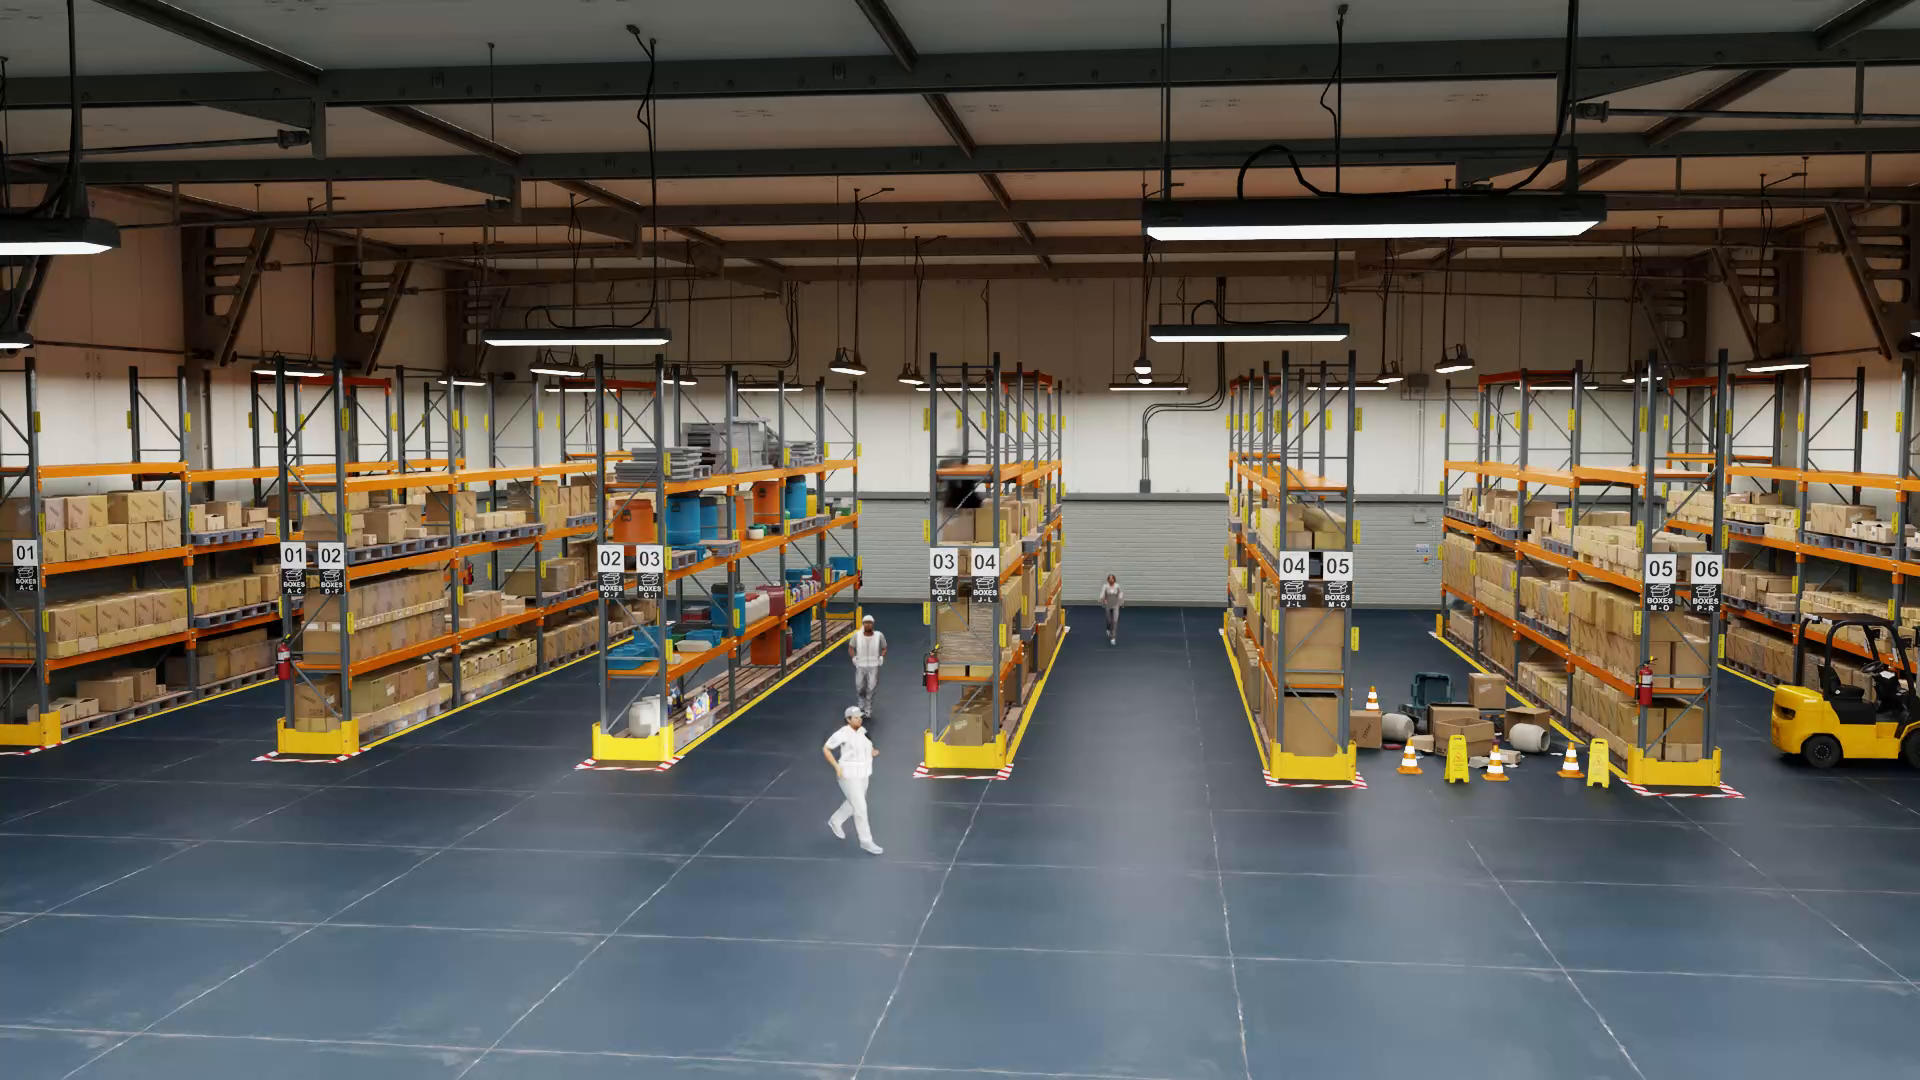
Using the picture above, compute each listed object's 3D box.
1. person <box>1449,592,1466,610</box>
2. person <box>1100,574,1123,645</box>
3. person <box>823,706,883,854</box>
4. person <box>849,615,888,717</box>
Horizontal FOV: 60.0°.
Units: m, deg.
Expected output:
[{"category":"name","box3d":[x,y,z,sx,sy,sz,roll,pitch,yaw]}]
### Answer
[{"category":"person","box3d":[12.058,1.325,40.056,0.551,1.697,0.779,2,4,21]},{"category":"person","box3d":[3.438,1.550,37.788,0.534,1.586,0.817,0,4,0]},{"category":"person","box3d":[-1.245,2.774,19.498,0.939,1.662,0.603,3,5,35]},{"category":"person","box3d":[-1.559,2.136,28.221,0.667,1.734,0.589,0,4,-3]}]
